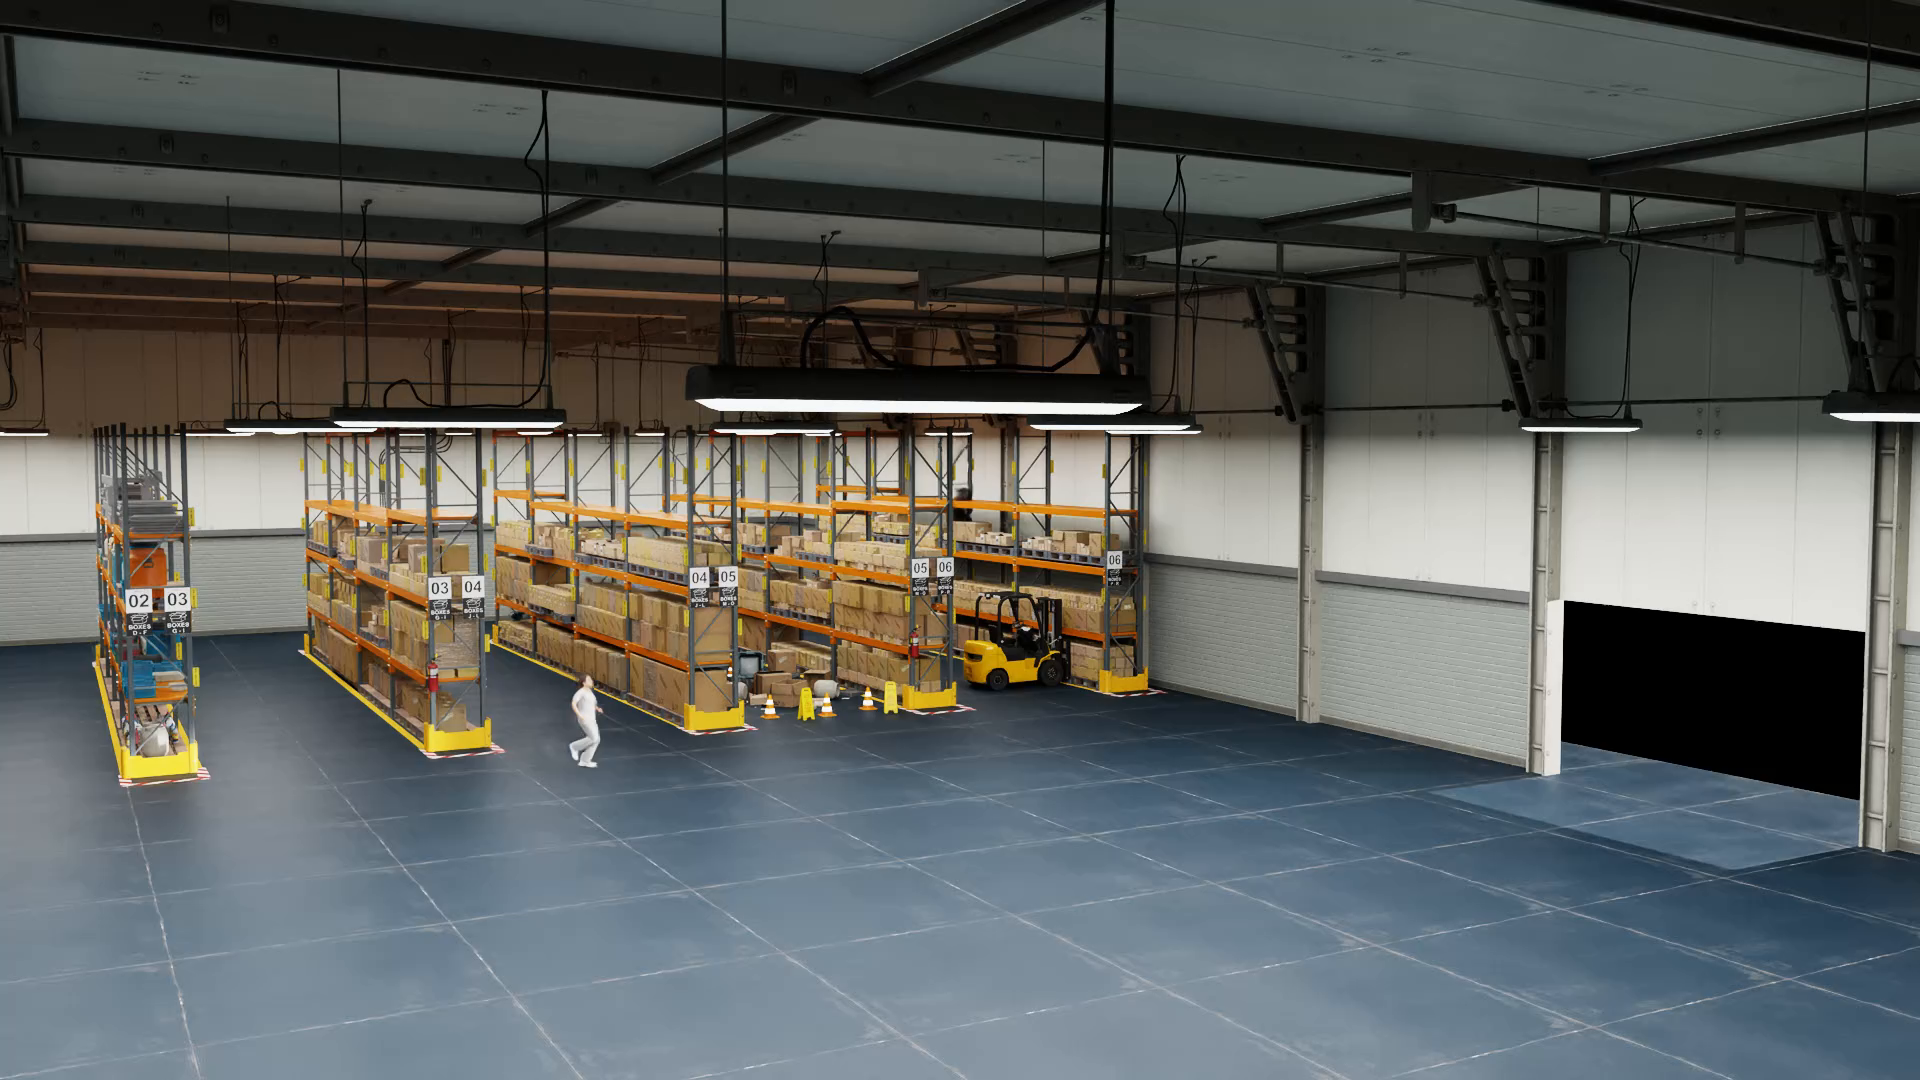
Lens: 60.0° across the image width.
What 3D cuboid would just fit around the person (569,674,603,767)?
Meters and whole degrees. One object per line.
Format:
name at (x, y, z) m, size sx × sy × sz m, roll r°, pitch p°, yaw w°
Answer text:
person at (-6.536, 3.150, 29.077) m, size 0.547 × 1.624 × 0.611 m, roll 1°, pitch 4°, yaw 14°

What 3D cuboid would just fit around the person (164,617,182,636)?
person at (-21.243, 2.150, 44.776) m, size 0.606 × 1.722 × 0.656 m, roll -1°, pitch 4°, yaw -18°

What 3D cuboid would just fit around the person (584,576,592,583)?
person at (-10.937, 1.911, 49.394) m, size 0.813 × 1.694 × 0.573 m, roll -1°, pitch 4°, yaw -23°

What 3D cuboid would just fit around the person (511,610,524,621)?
person at (-12.838, 2.027, 48.405) m, size 0.507 × 1.528 × 0.559 m, roll 0°, pitch 3°, yaw -2°
